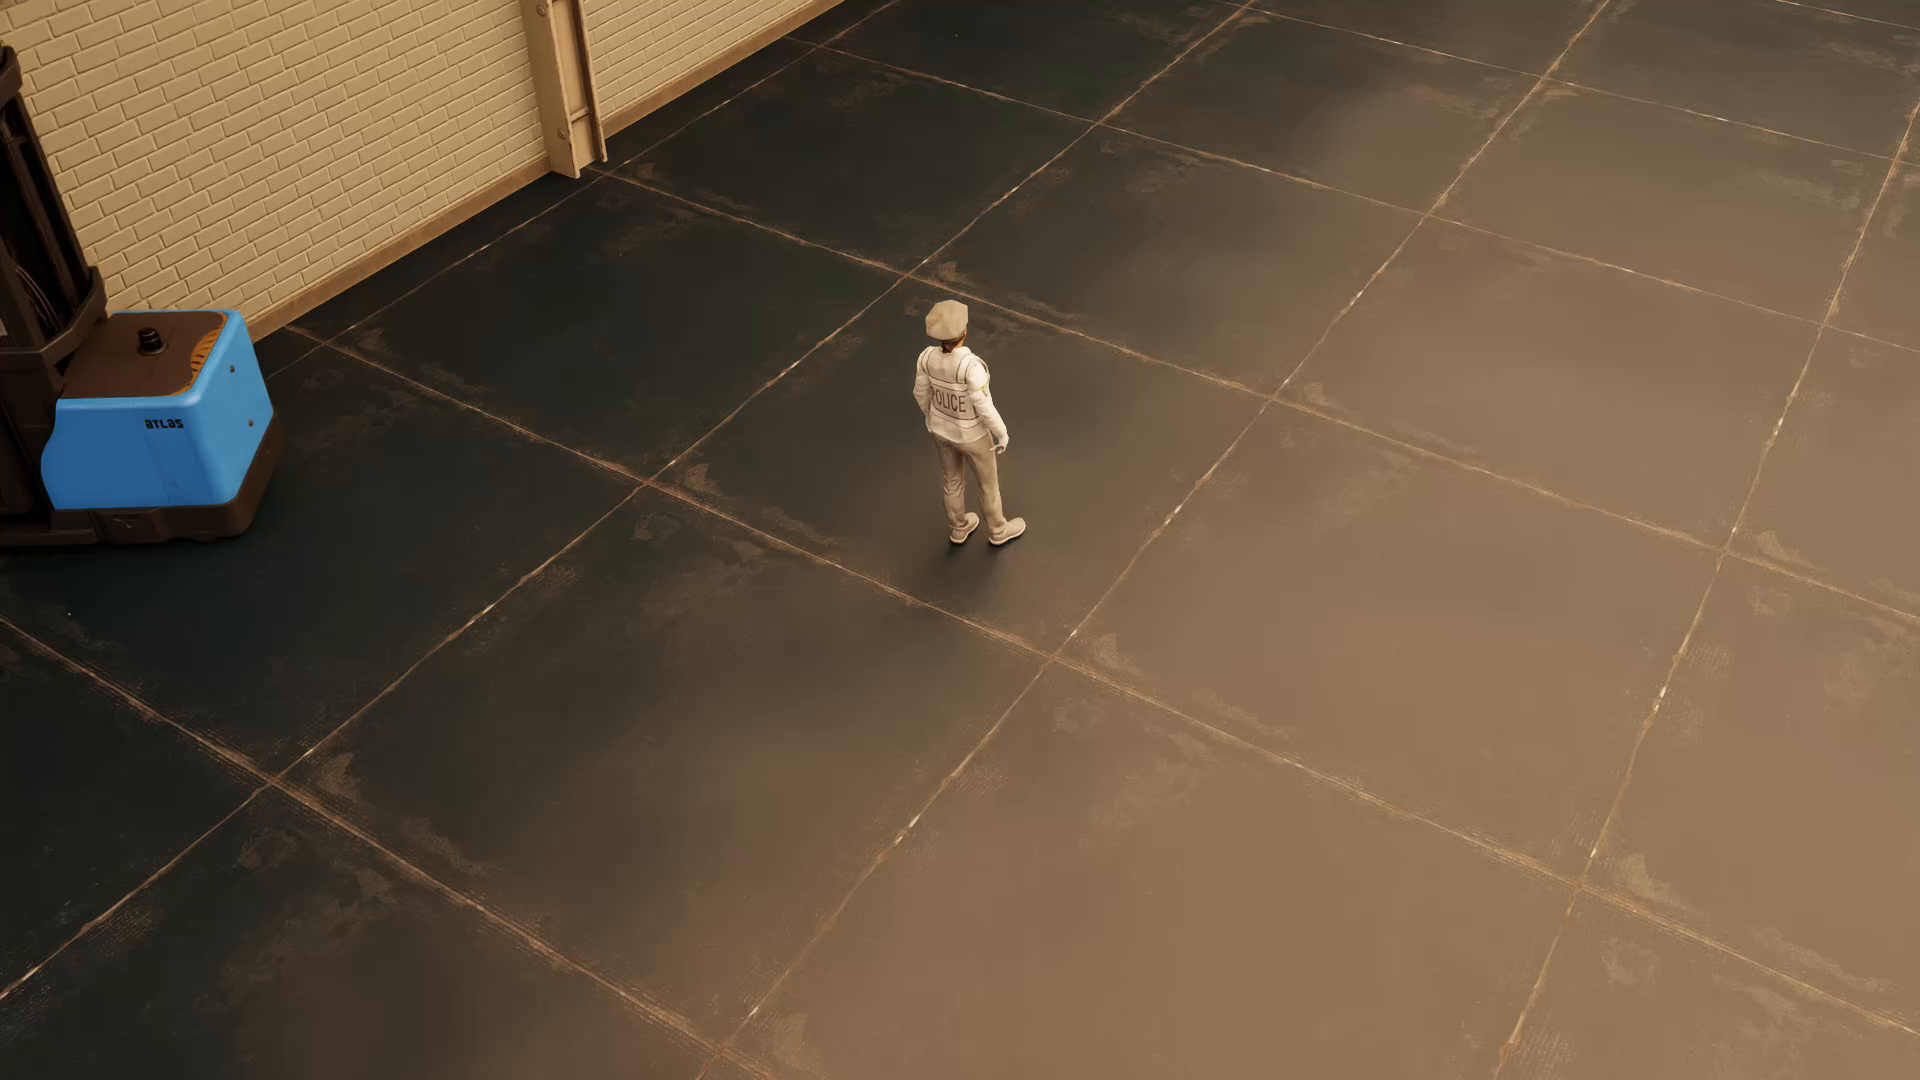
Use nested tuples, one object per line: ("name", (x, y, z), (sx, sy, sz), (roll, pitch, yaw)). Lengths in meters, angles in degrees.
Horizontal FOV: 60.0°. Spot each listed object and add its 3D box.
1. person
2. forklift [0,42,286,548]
("person", (0.043, -0.687, 9.723), (0.586, 1.694, 0.530), (22, 45, 24))
("forklift", (-5.902, -1.380, 9.596), (3.031, 2.935, 1.130), (-2, 40, -2))
